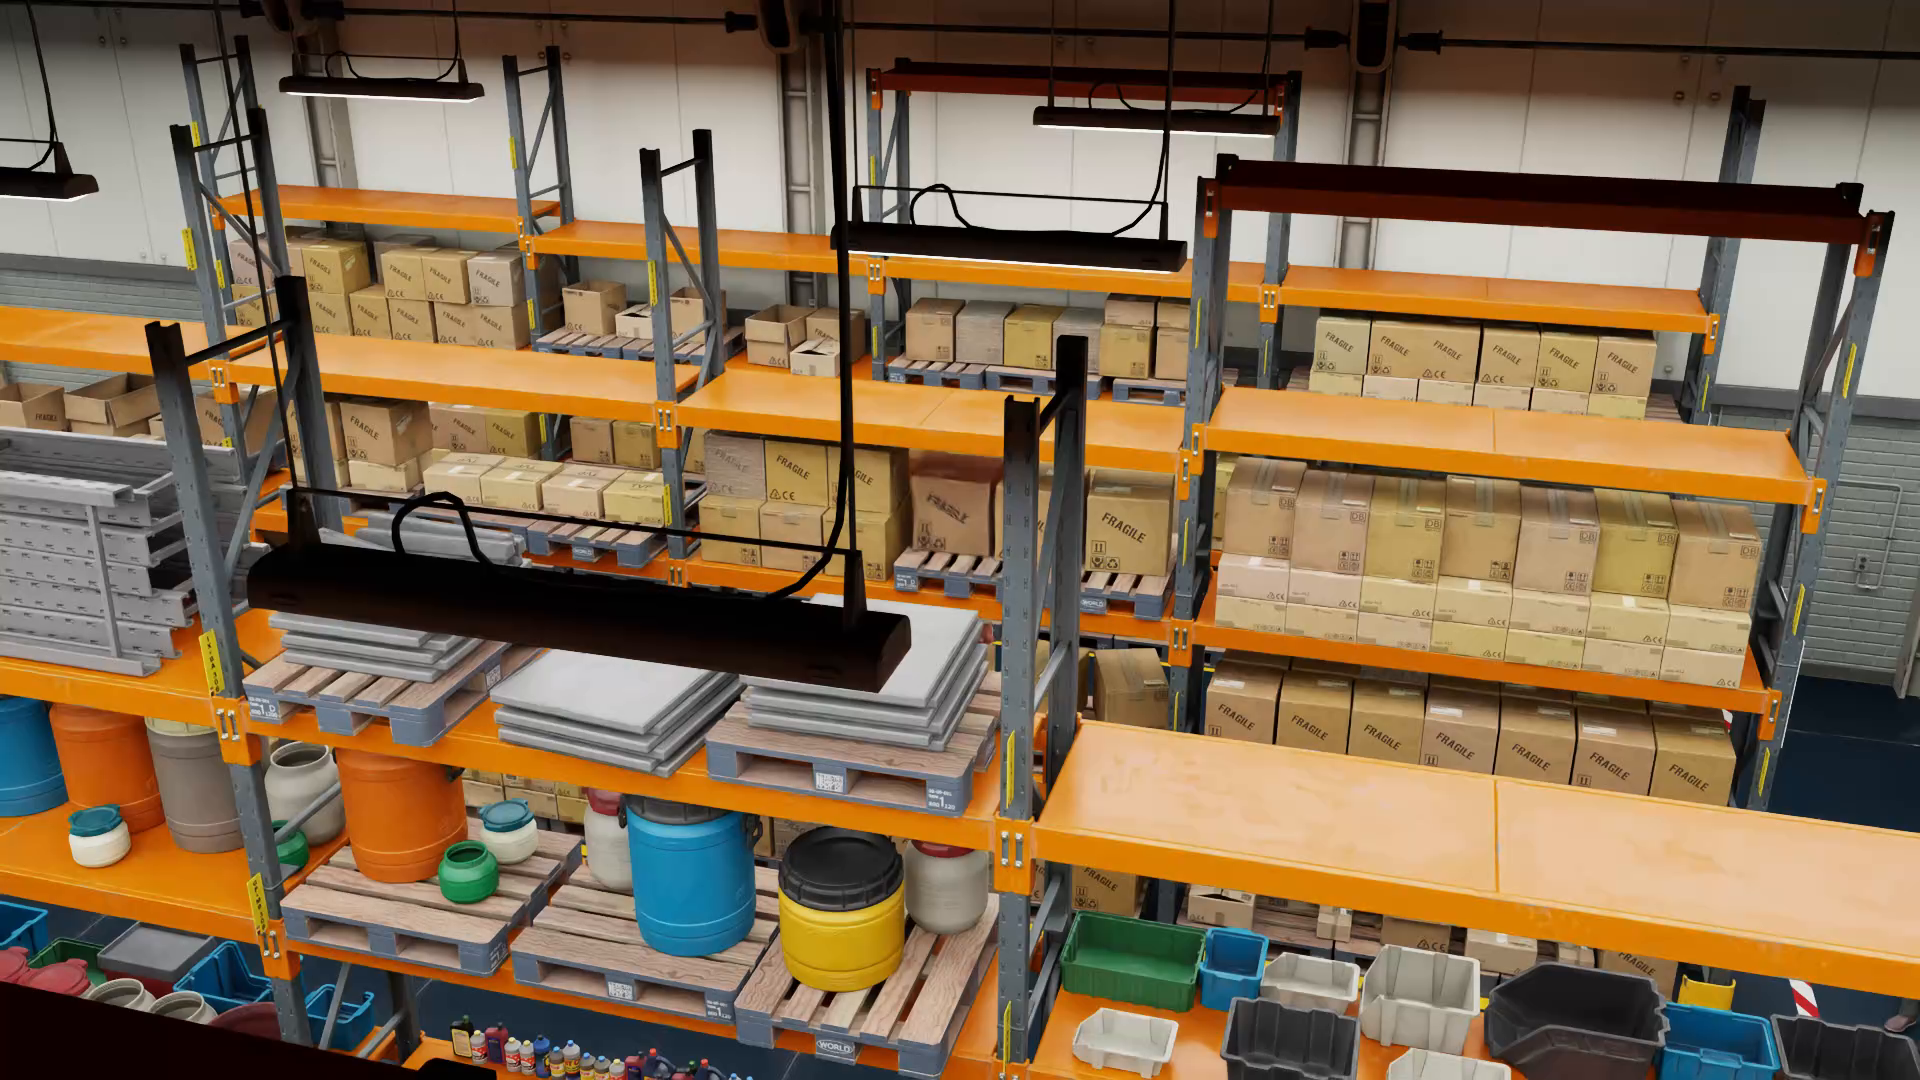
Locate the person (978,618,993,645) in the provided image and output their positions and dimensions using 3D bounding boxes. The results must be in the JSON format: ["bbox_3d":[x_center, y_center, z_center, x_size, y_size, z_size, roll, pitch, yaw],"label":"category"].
[{"bbox_3d":[0.063,1.004,16.057,0.995,1.728,0.560,0,23,1],"label":"person"}]

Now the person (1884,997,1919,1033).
[{"bbox_3d":[7.142,2.876,11.969,0.813,1.417,0.444,-15,27,-32],"label":"person"}]
